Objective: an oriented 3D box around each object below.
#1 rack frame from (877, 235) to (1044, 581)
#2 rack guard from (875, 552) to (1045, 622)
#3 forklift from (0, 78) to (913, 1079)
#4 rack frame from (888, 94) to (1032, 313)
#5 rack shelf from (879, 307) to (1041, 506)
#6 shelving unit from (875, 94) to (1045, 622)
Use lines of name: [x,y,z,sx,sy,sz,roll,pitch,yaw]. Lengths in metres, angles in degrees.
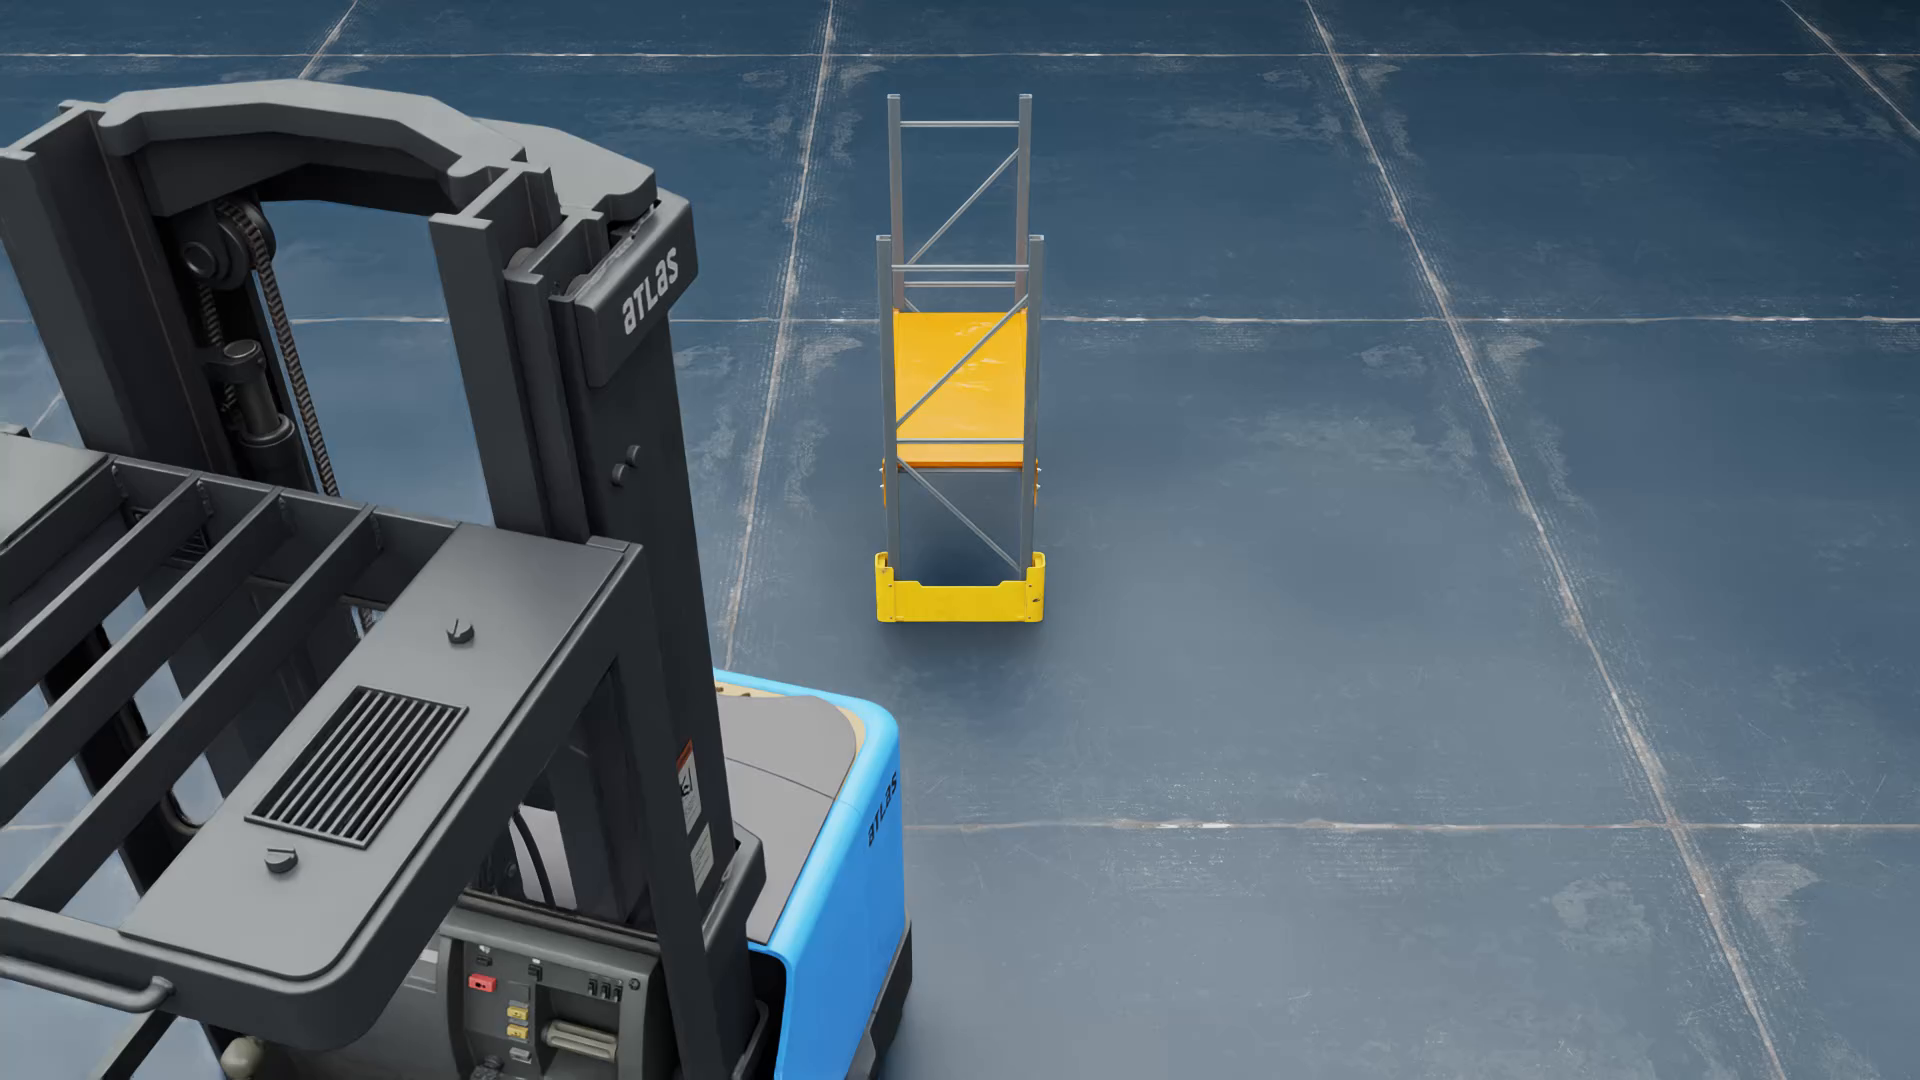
rack frame: [0.000,-0.321,5.451,0.500,1.500,0.032,0,39,0]
rack guard: [0.000,0.166,5.843,0.587,0.250,0.087,0,39,0]
forklift: [-1.036,0.896,2.788,1.130,2.935,3.031,10,40,13]
rack frame: [-0.001,-0.957,6.244,0.500,1.500,0.032,0,39,0]
rack shelf: [0.000,-0.498,5.960,0.538,0.185,1.000,0,39,0]
shelving unit: [0.000,-0.633,5.840,0.587,1.500,1.083,0,39,0]
